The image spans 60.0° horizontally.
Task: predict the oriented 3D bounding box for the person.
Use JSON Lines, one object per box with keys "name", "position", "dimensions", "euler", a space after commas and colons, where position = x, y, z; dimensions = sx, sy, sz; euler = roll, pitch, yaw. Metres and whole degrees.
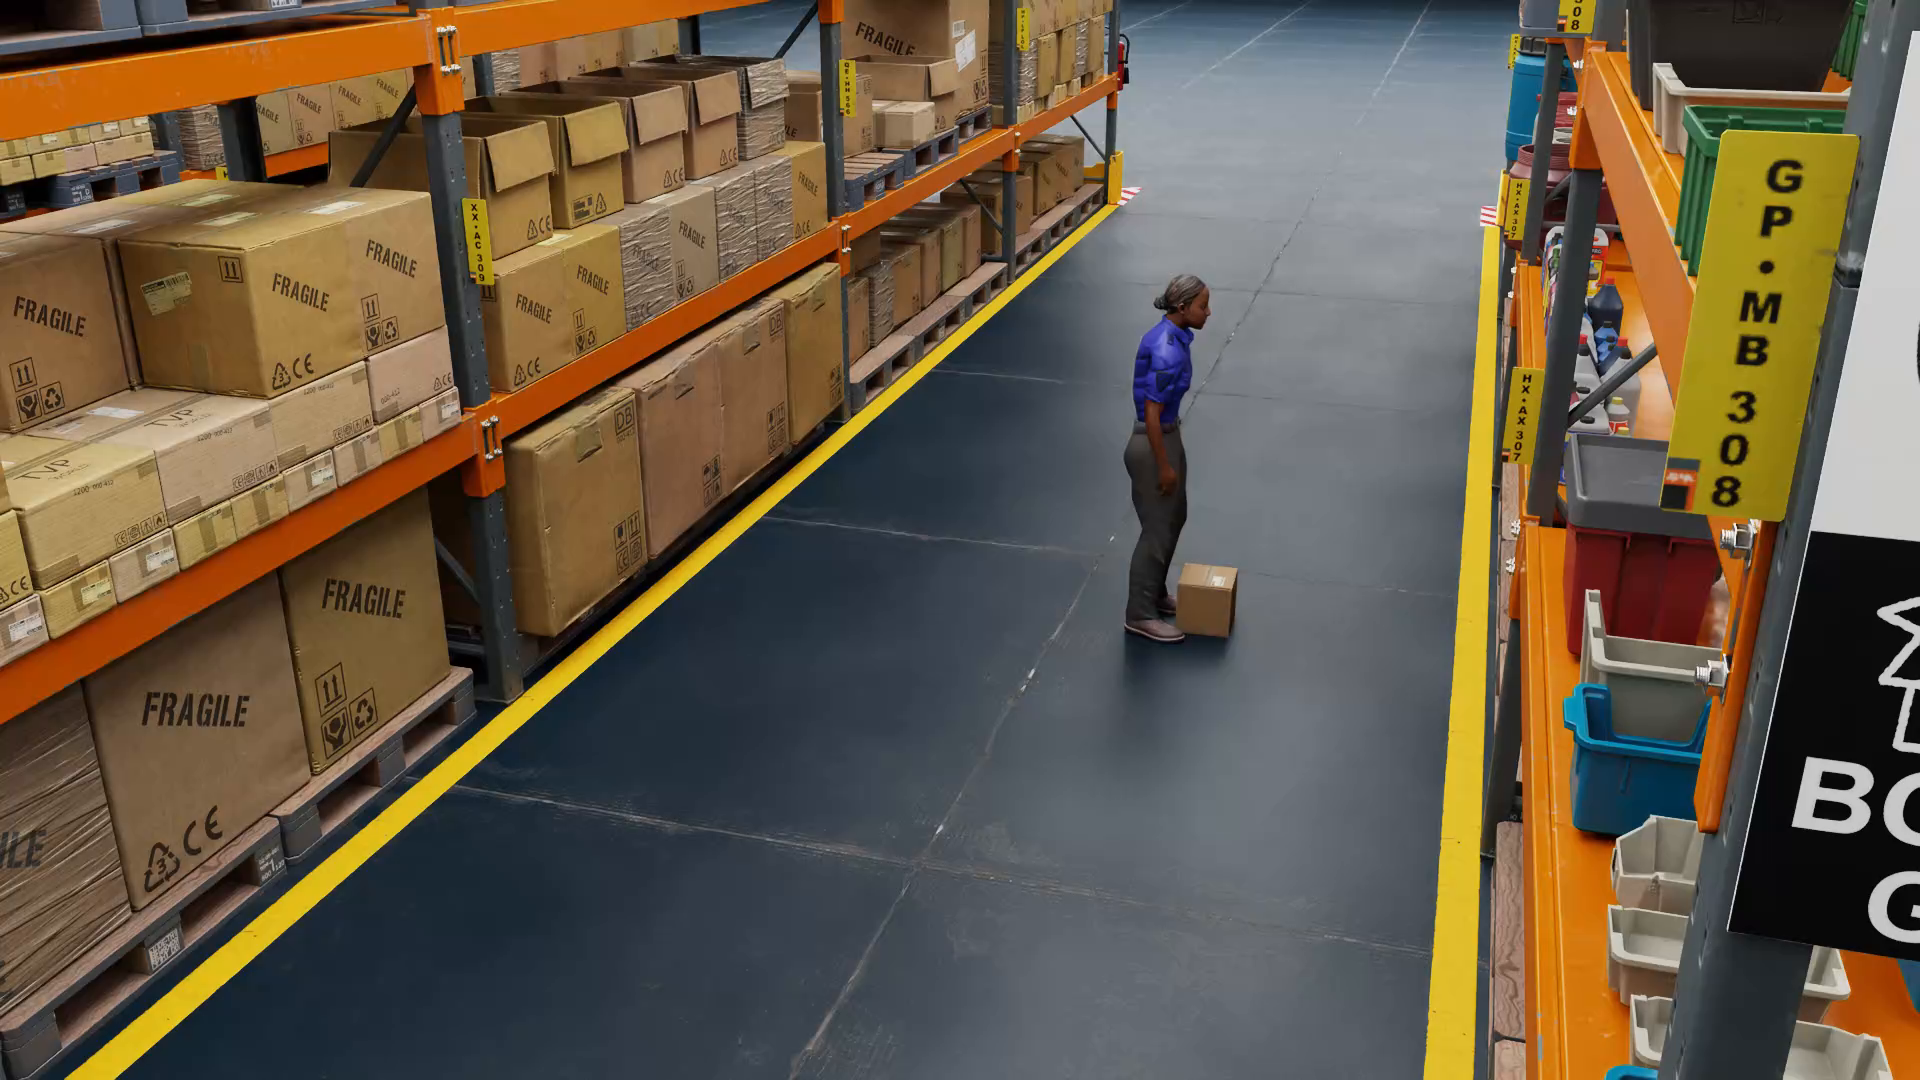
{"name": "person", "position": [0.928, -0.393, 7.564], "dimensions": [0.347, 1.655, 0.532], "euler": [5, 23, 13]}
